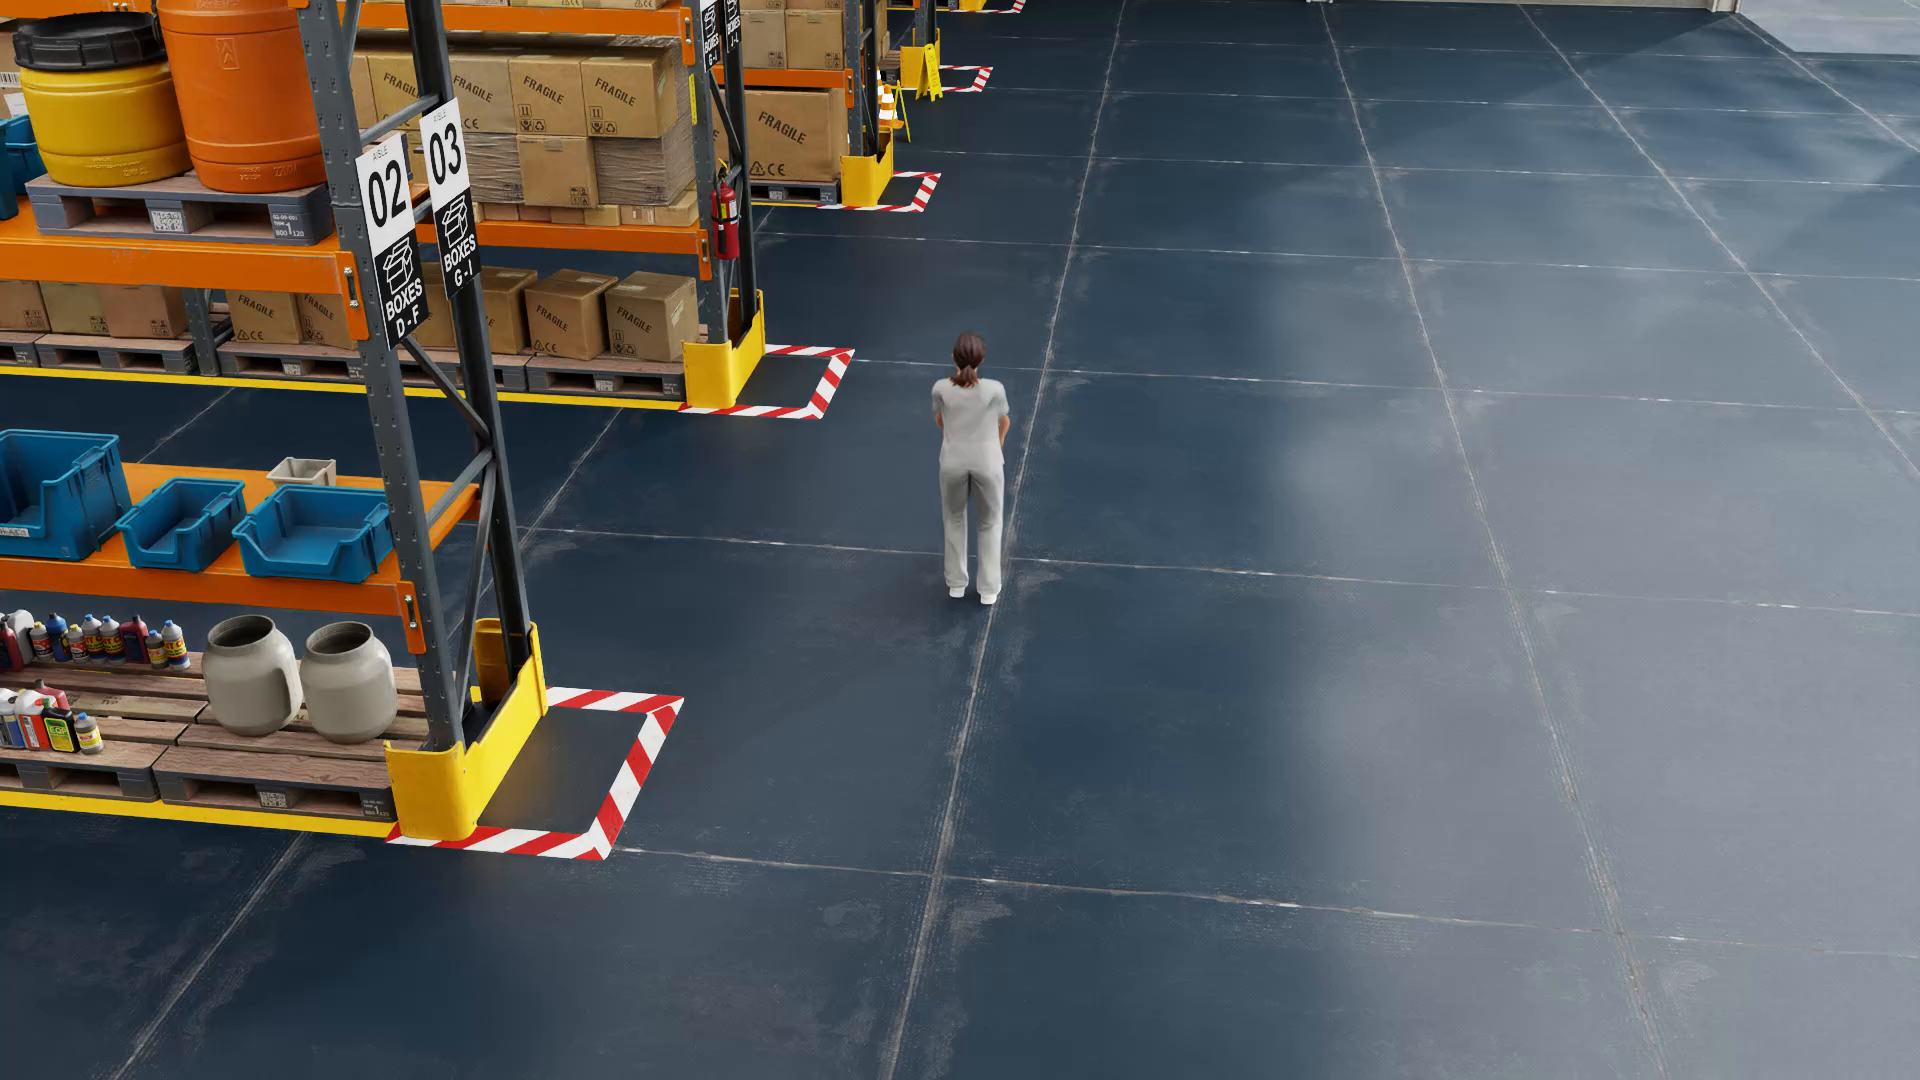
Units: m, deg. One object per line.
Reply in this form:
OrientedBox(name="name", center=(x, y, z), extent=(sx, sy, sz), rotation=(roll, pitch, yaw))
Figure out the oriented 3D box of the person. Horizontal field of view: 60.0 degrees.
OrientedBox(name="person", center=(0.067, -0.443, 9.454), extent=(0.431, 1.668, 0.545), rotation=(3, 29, 6))
